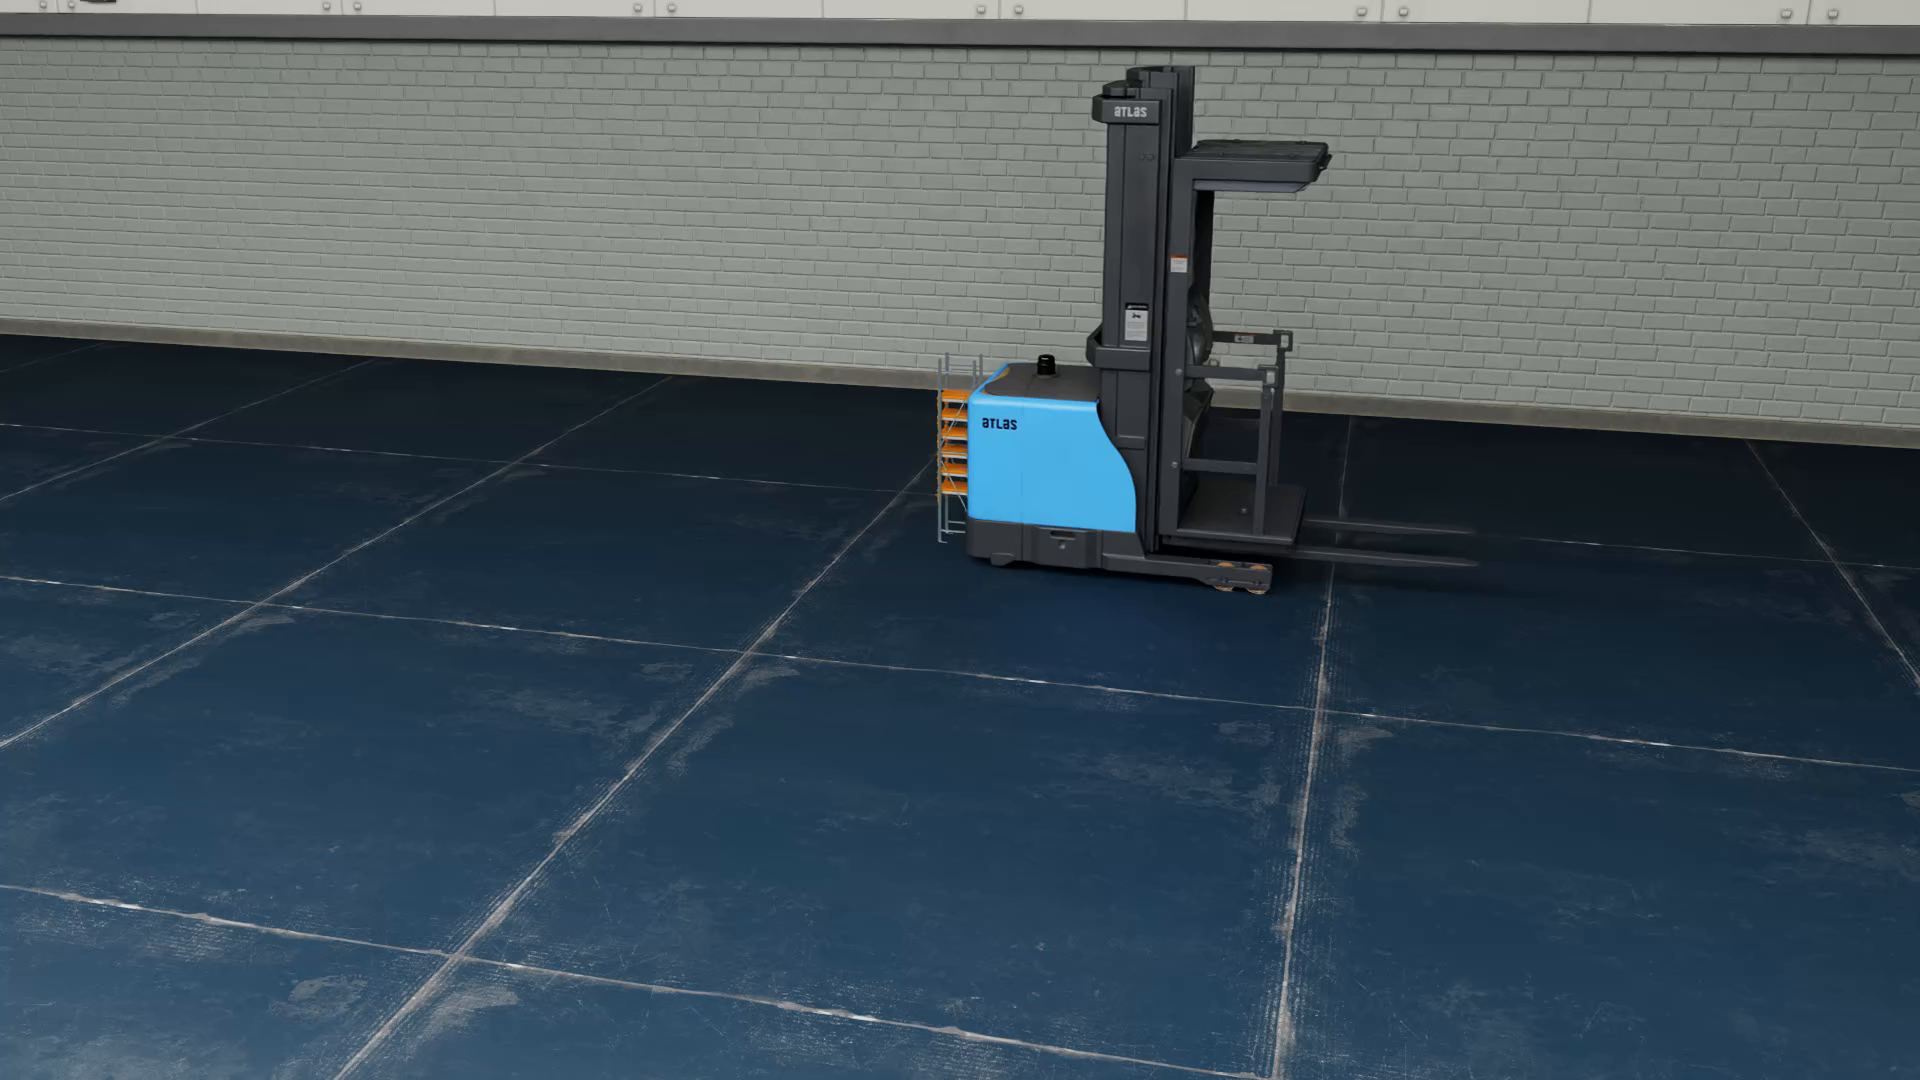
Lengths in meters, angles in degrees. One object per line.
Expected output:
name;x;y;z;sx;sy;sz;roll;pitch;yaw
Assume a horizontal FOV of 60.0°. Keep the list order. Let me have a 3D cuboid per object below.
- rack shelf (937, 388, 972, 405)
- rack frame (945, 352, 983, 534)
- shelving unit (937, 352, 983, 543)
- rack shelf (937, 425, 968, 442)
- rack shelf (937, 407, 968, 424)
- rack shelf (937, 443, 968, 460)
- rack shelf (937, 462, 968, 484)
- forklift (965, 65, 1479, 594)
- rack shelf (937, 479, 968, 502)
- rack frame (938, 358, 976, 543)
rack shelf;0.002;-0.872;10.405;0.258;0.103;0.180;5;19;13
rack frame;0.022;-0.602;10.592;0.240;1.200;0.006;5;19;13
shelving unit;0.001;-0.573;10.507;0.258;1.200;0.189;5;19;13
rack shelf;0.001;-0.644;10.483;0.258;0.103;0.180;5;19;13
rack shelf;0.001;-0.758;10.444;0.258;0.103;0.180;5;19;13
rack shelf;0.001;-0.531;10.522;0.258;0.103;0.180;5;19;13
rack shelf;0.000;-0.417;10.561;0.258;0.103;0.180;5;19;13
forklift;1.608;-1.259;9.840;3.031;2.935;1.130;5;19;14
rack shelf;0.000;-0.304;10.599;0.258;0.103;0.180;5;19;13
rack frame;-0.021;-0.544;10.423;0.240;1.200;0.006;5;19;13
